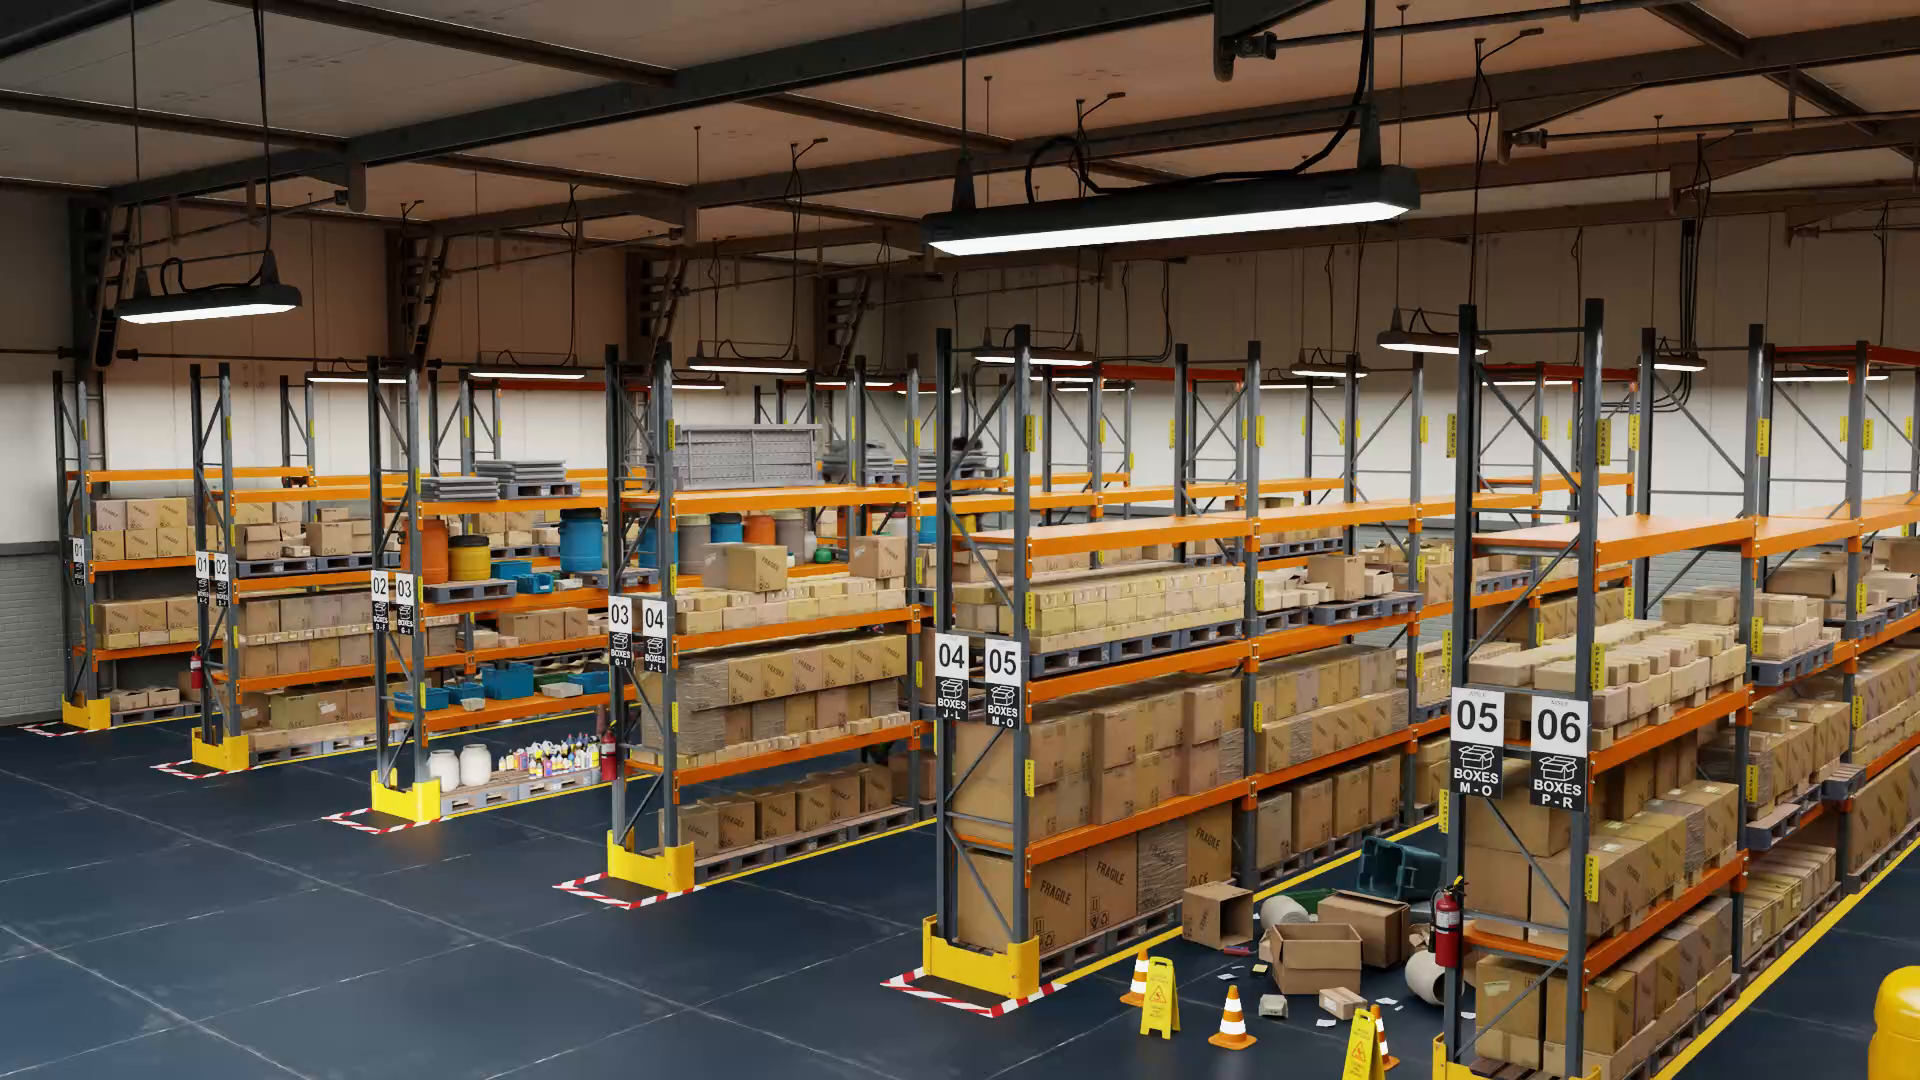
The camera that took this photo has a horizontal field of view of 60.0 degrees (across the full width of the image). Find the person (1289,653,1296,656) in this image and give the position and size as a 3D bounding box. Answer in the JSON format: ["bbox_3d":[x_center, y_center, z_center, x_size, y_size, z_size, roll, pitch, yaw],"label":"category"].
[{"bbox_3d":[5.060,2.536,25.129,0.600,1.692,0.884,2,5,28],"label":"person"}]

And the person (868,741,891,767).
[{"bbox_3d":[-1.163,2.569,23.761,0.657,1.736,0.629,3,5,33],"label":"person"}]

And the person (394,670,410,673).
[{"bbox_3d":[-9.748,2.178,29.304,0.662,1.698,0.959,2,5,28],"label":"person"}]

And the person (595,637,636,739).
[{"bbox_3d":[-5.620,2.375,26.892,0.581,1.646,0.958,2,5,28],"label":"person"}]
